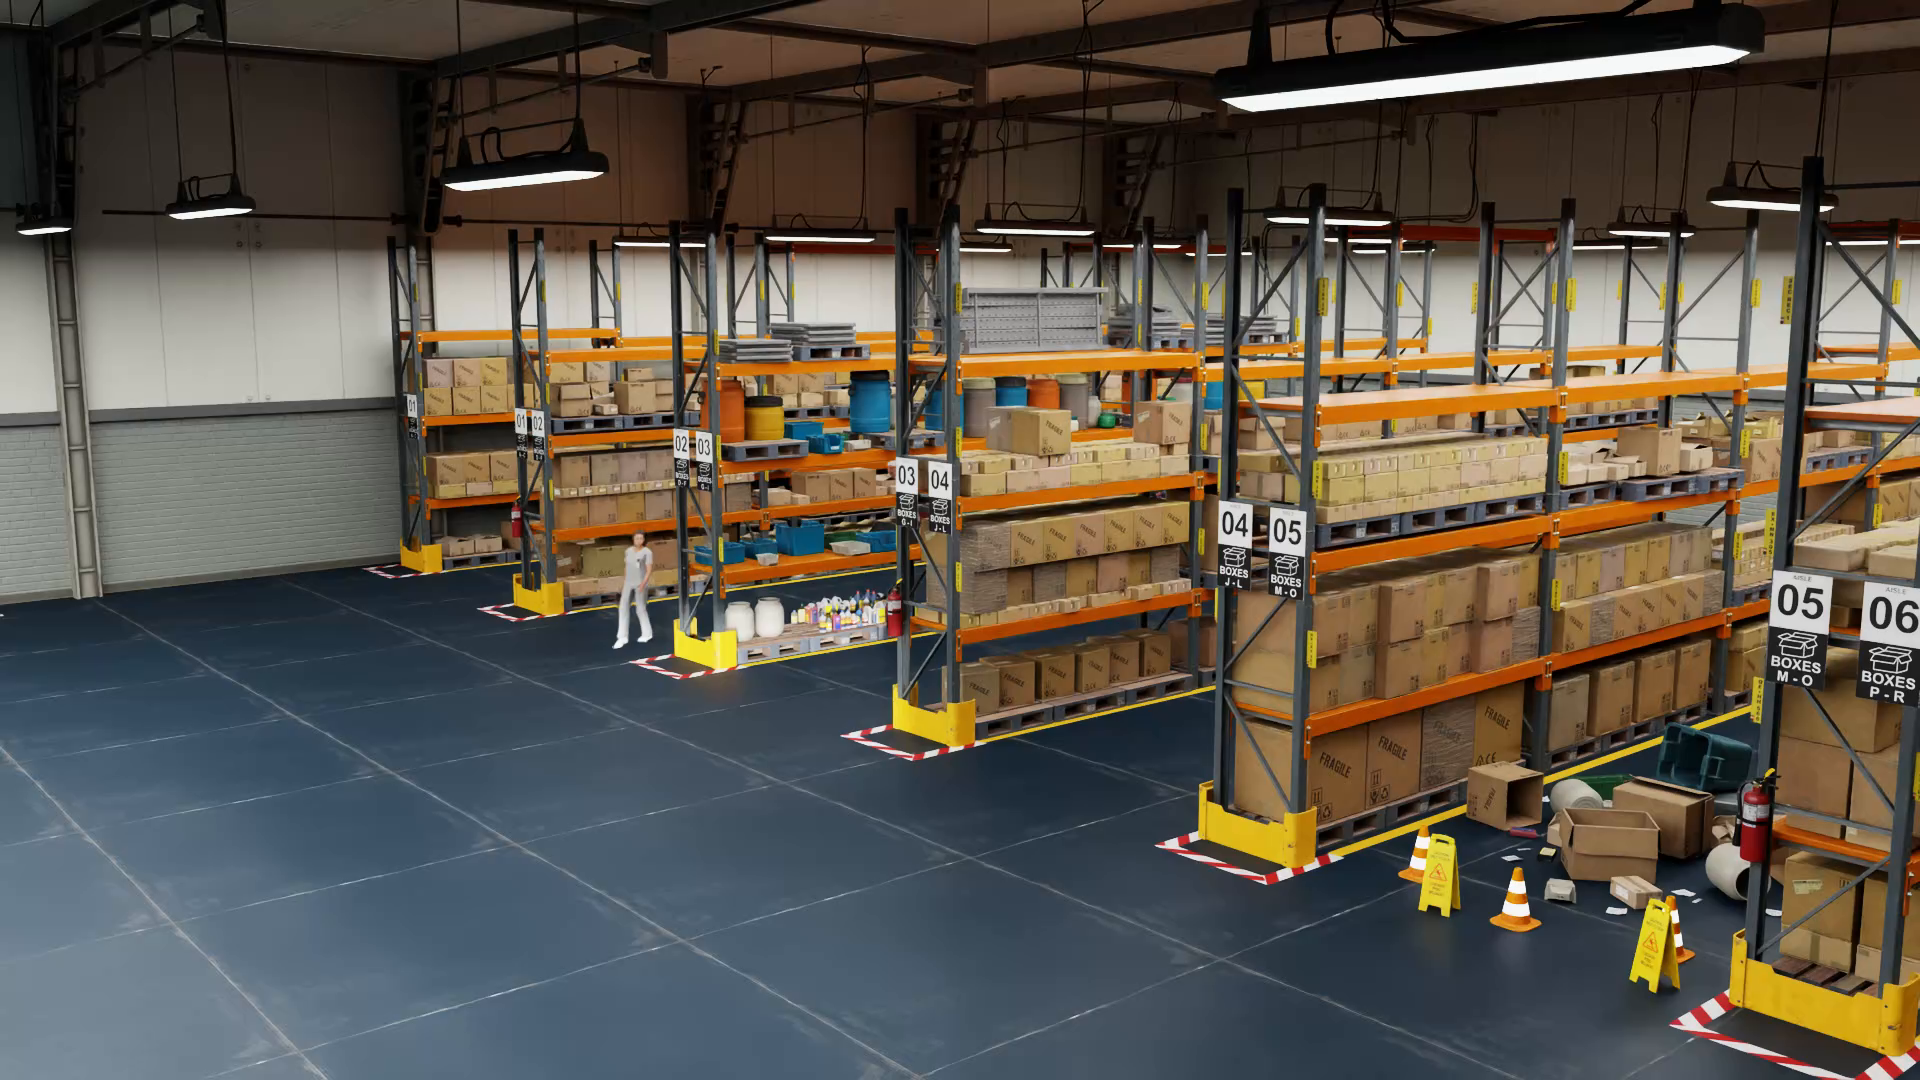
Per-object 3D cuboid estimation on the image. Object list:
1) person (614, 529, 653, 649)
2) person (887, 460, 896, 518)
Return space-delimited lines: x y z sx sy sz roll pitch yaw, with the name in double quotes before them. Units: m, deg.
"person" -4.695 0.692 23.902 0.467 1.654 0.749 2 9 12
"person" -1.227 -0.783 33.382 0.652 1.680 0.638 -5 10 -31
